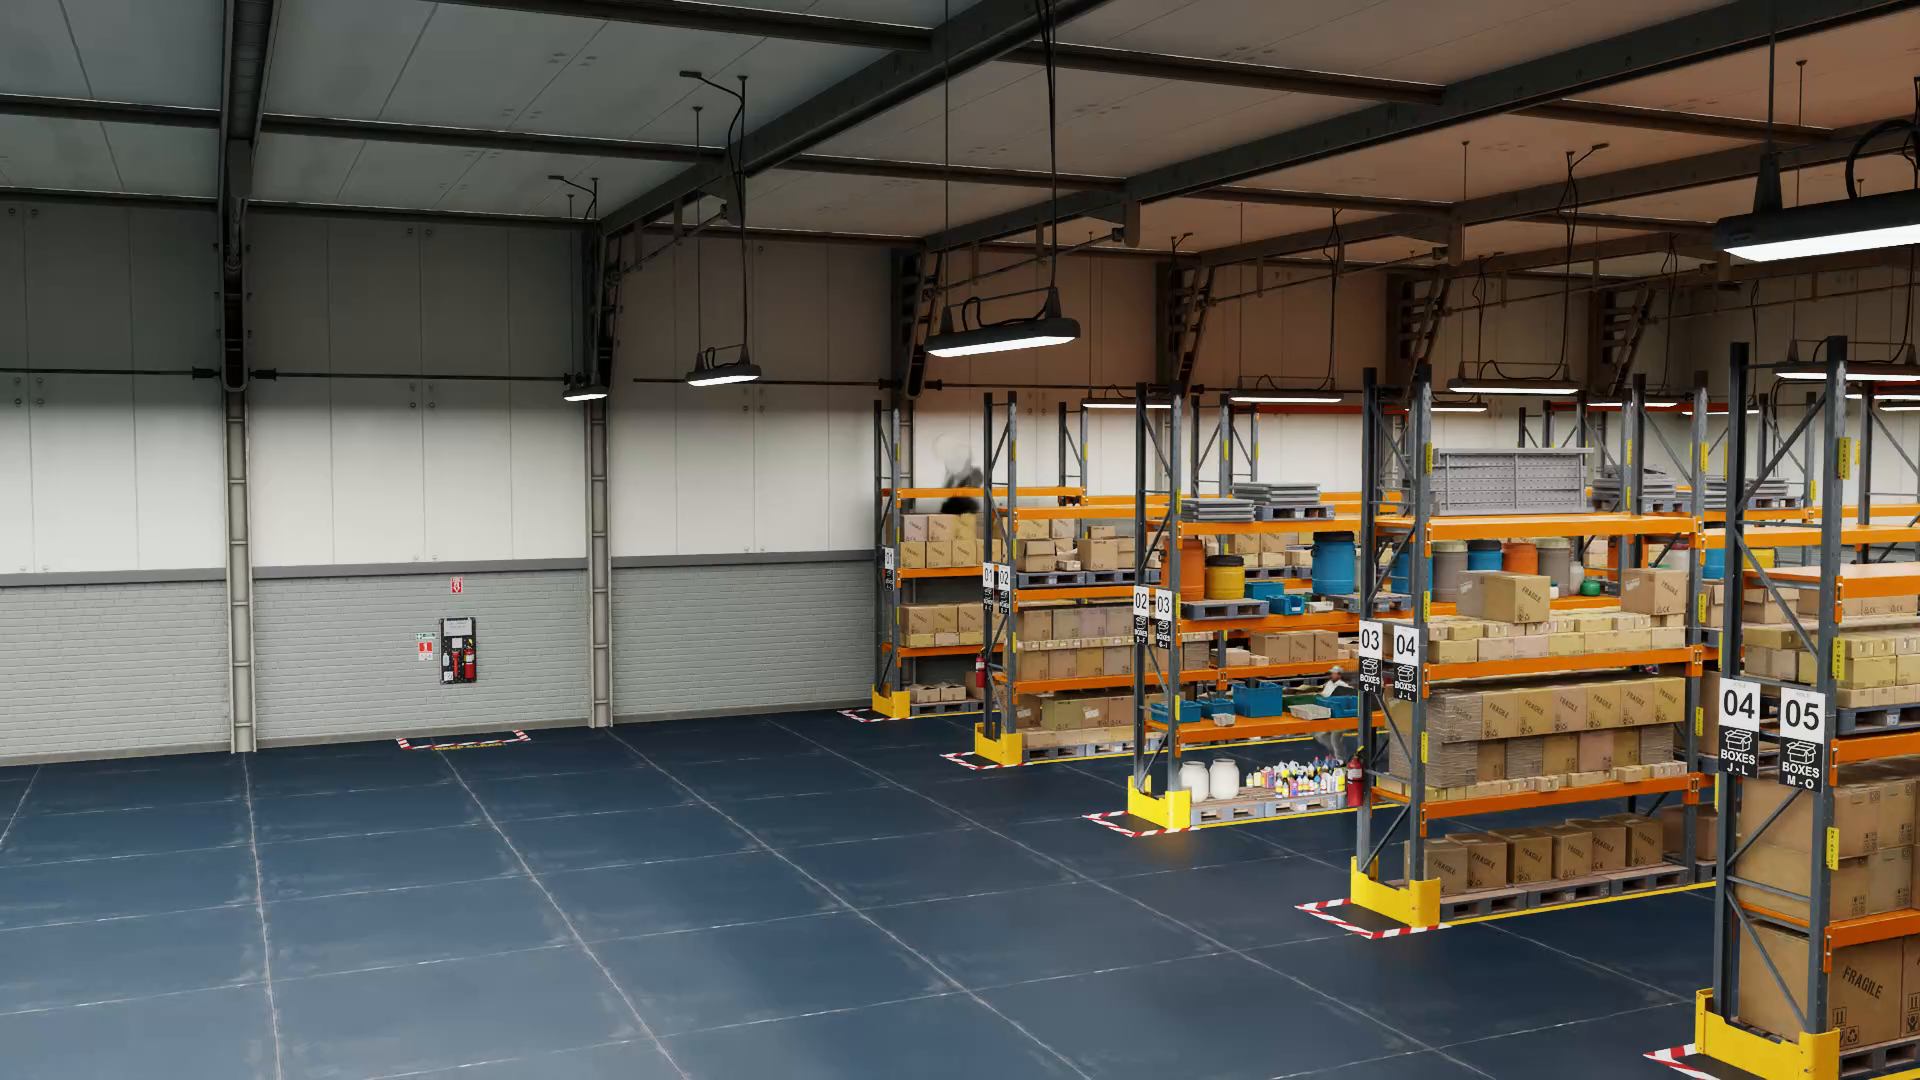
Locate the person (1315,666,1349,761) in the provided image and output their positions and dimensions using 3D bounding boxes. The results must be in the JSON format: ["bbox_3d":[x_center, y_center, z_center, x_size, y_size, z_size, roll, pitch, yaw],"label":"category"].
[{"bbox_3d":[5.928,2.809,26.475,0.556,1.618,0.606,-2,4,-34],"label":"person"}]
